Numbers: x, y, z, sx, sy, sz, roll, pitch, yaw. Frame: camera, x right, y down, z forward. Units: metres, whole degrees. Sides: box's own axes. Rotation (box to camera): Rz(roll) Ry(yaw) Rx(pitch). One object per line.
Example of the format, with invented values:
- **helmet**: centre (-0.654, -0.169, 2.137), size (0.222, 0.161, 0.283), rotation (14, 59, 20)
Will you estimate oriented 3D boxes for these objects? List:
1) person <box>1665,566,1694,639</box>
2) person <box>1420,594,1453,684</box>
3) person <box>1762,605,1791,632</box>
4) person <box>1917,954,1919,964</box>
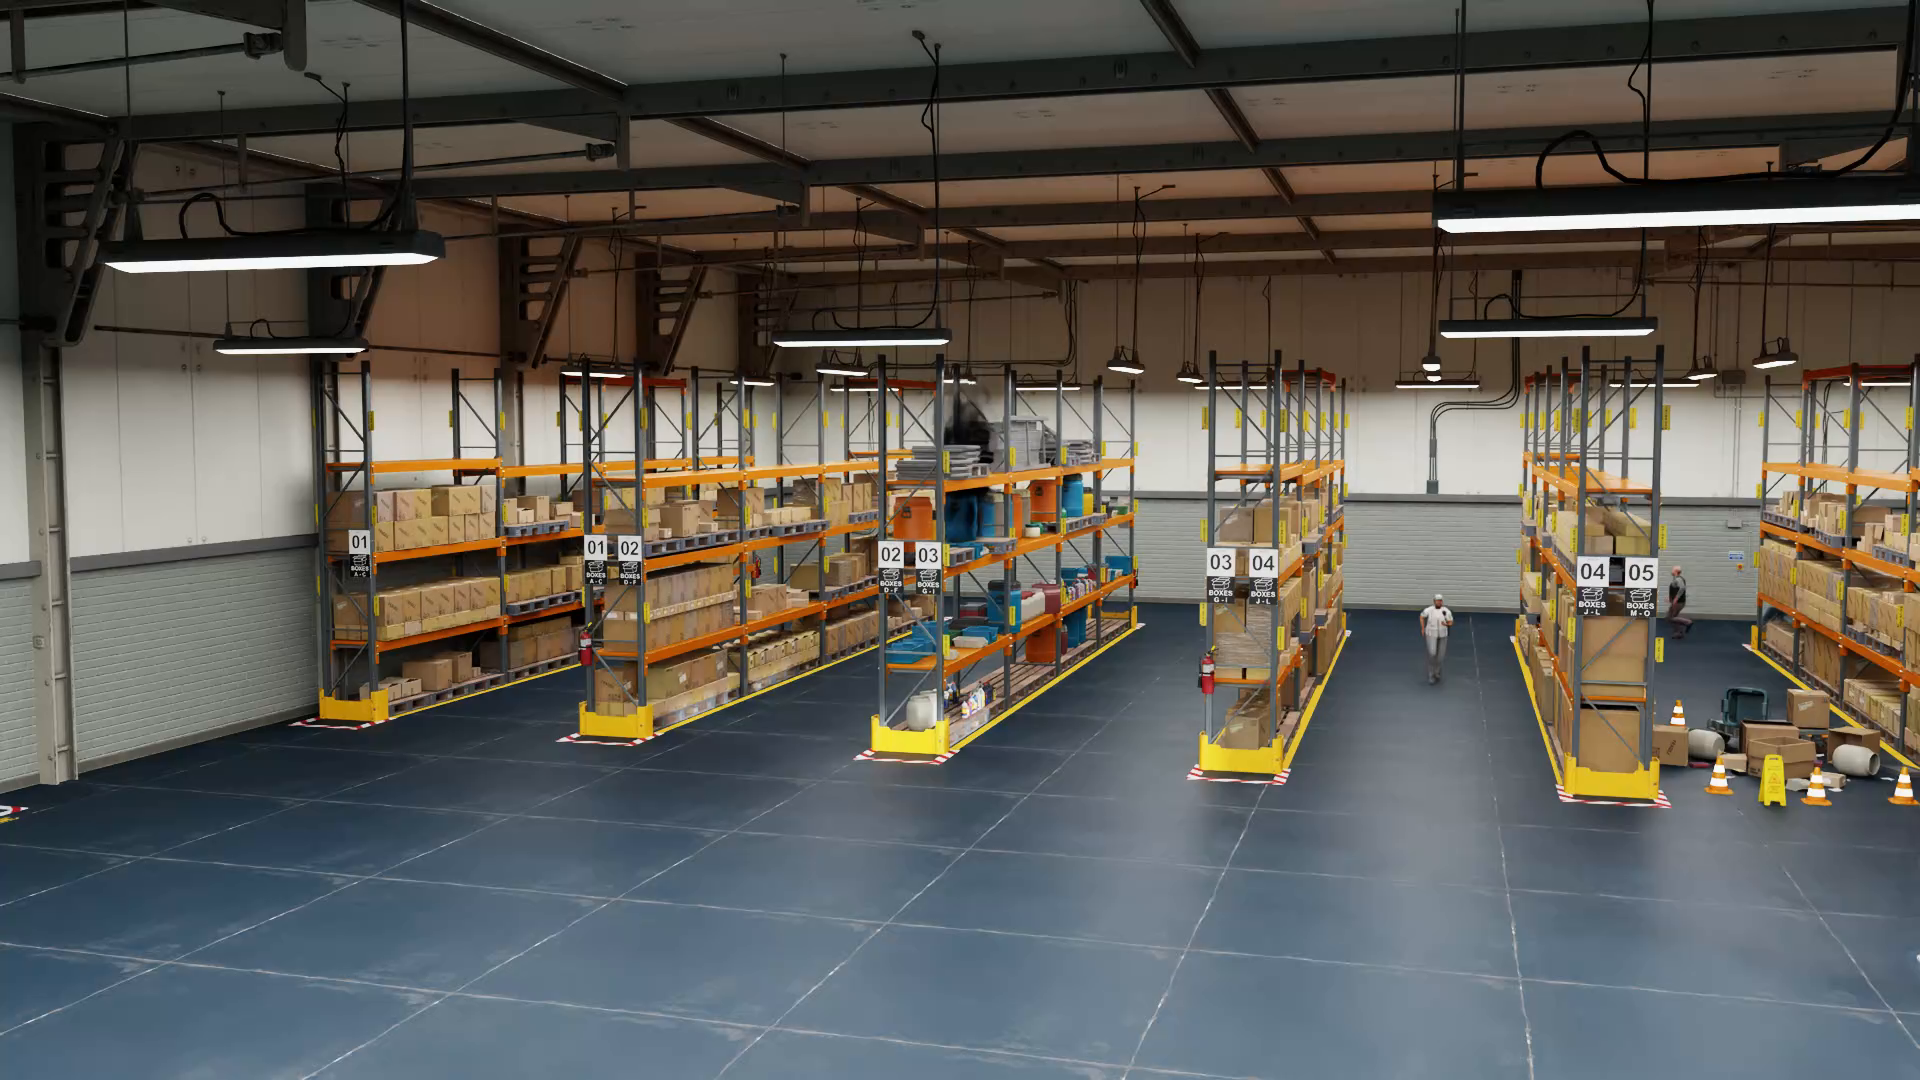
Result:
- **person**: centre (16.501, 1.449, 38.145), size (0.650, 1.698, 0.675), rotation (2, 5, 27)
- **person**: centre (9.165, 1.898, 31.950), size (0.577, 1.732, 0.735), rotation (0, 4, 4)
- **person**: centre (18.484, 1.478, 37.583), size (0.848, 1.750, 0.798), rotation (3, 5, 34)
- **person**: centre (8.580, 3.122, 14.223), size (0.686, 1.733, 0.599), rotation (-4, 6, -43)
